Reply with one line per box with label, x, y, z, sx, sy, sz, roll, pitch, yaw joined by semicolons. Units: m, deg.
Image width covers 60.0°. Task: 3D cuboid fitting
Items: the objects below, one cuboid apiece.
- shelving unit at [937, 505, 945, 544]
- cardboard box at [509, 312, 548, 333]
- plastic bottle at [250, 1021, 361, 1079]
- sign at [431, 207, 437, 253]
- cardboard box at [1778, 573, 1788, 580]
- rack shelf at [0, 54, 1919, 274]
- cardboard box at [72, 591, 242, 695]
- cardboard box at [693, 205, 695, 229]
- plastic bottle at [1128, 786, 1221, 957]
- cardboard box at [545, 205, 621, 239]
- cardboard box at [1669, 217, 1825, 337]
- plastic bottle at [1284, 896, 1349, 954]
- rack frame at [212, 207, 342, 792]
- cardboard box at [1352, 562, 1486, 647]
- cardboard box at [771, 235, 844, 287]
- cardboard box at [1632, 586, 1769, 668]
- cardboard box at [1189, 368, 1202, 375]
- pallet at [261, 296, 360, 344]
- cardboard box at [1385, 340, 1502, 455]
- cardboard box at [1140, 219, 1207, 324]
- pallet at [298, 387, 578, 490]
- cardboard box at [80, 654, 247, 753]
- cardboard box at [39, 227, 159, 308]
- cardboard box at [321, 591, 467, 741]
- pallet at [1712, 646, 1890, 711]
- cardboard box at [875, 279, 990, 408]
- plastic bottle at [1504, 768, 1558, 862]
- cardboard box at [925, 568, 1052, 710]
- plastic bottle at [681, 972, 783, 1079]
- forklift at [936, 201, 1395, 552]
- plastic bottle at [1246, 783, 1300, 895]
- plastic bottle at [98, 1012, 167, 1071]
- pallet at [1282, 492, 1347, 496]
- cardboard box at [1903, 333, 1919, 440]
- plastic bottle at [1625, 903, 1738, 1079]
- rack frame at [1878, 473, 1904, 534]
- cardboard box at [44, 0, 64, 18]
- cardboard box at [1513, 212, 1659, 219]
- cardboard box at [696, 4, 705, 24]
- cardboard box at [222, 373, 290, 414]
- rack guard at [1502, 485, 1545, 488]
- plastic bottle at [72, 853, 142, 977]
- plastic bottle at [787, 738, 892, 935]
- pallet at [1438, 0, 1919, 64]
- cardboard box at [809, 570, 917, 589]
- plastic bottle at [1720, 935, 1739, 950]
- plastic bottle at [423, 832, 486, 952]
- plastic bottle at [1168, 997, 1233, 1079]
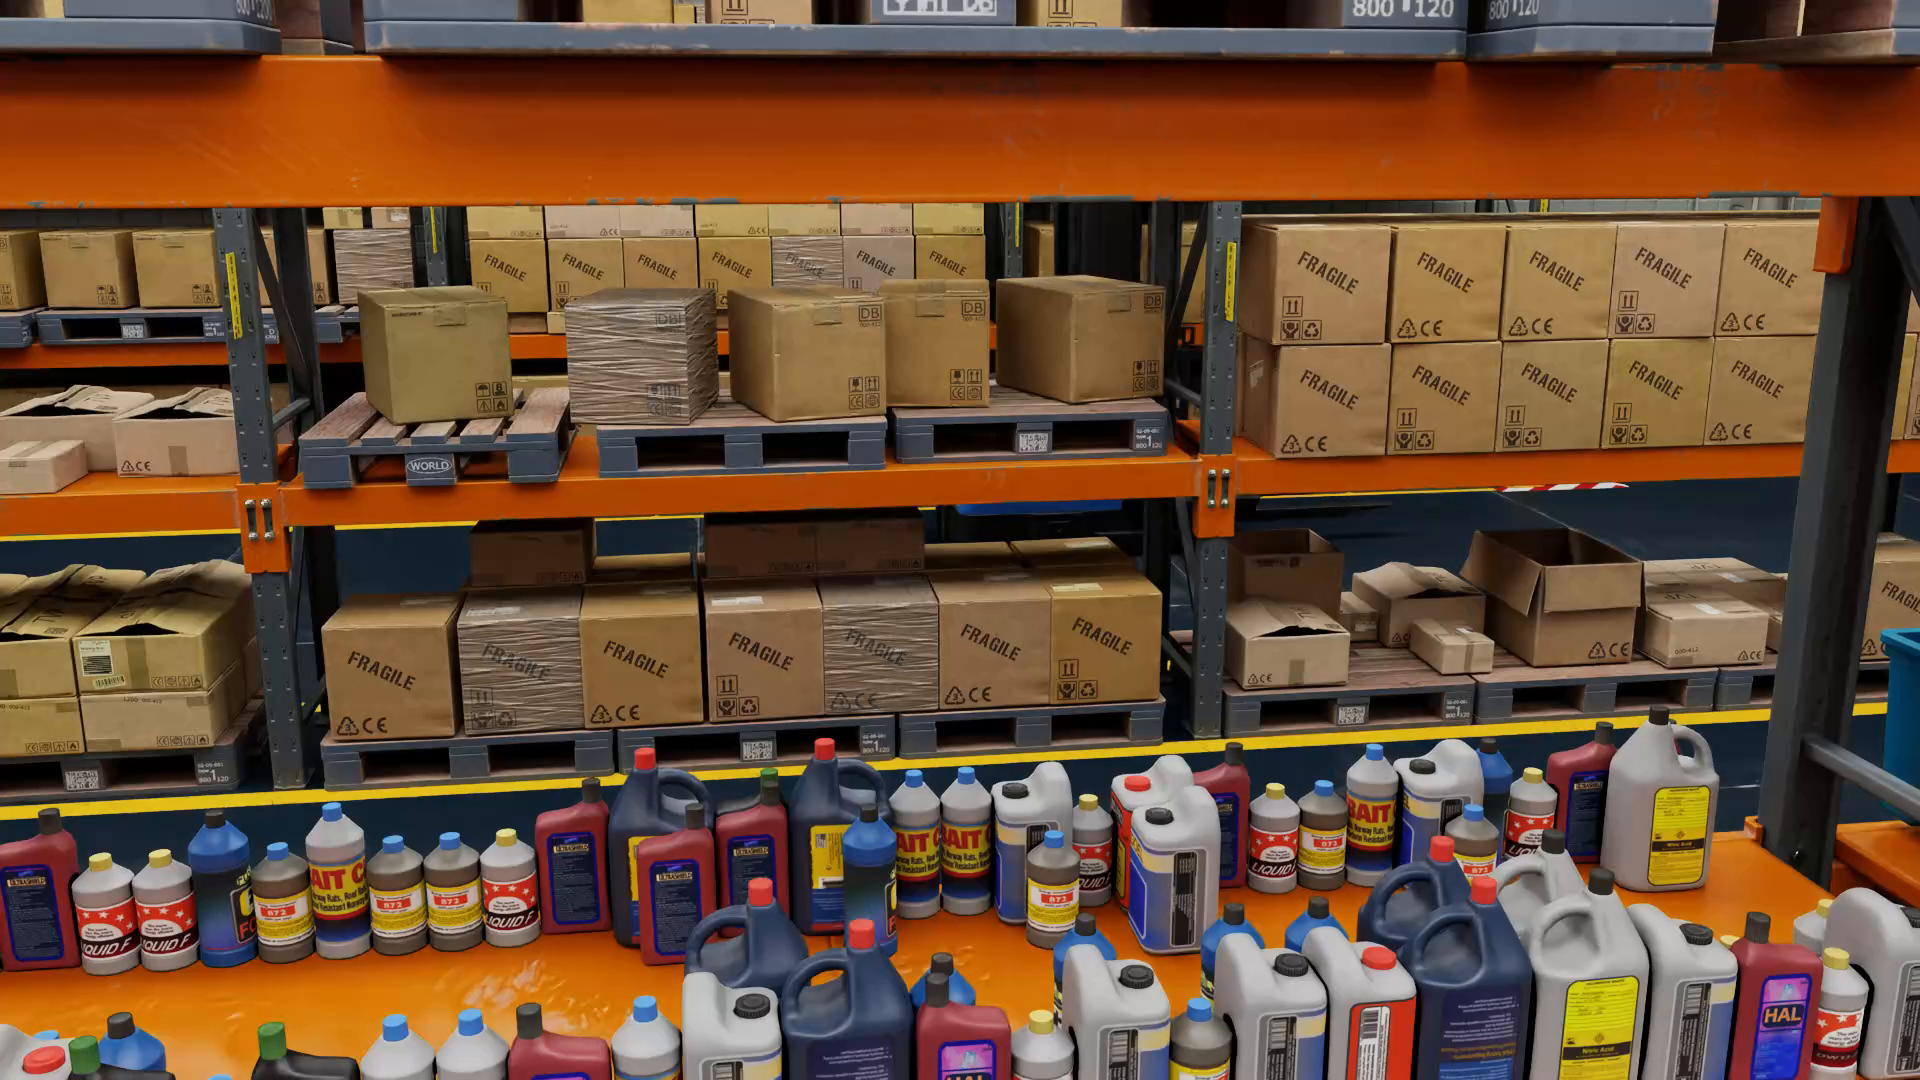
shelving unit;-0.366;-0.564;11.003;0.503;1.200;0.258;-2;14;-10
cardboard box;-3.031;-1.560;11.753;0.250;0.149;0.380;-2;14;-8
plastic bottle;-0.864;0.773;2.212;0.133;0.283;0.061;-2;14;-8
sign;-3.551;-2.102;11.221;0.005;0.325;0.100;-2;14;-8
cardboard box;4.546;0.294;8.839;0.250;0.149;0.380;-2;14;-8
rack shelf;-0.188;-0.505;2.381;4.000;0.370;1.077;-2;14;-8
cardboard box;-3.381;0.418;7.024;0.500;0.311;0.500;-2;14;-7
cardboard box;-1.708;-2.409;12.260;0.500;0.250;0.500;-2;14;-10
plastic bottle;0.382;0.584;2.981;0.135;0.276;0.152;-2;14;-8
cardboard box;-2.623;-2.250;11.626;0.500;0.250;0.500;-2;14;-9
cardboard box;3.600;-1.221;7.662;0.500;0.500;0.500;-2;14;-7
plastic bottle;0.551;0.685;2.587;0.097;0.271;0.097;0;14;0
rack frame;-2.900;-0.518;7.121;0.127;3.000;1.000;-2;14;-8
cardboard box;2.318;0.312;8.435;0.500;0.311;0.500;-2;14;-8
cardboard box;-1.106;-1.942;11.943;0.500;0.500;0.500;-2;14;-8
cardboard box;3.566;0.419;8.134;0.500;0.250;0.500;-2;14;-8
cardboard box;1.927;-1.243;12.955;0.250;0.149;0.380;-2;14;-8
pallet;-4.330;-1.565;11.690;1.003;0.211;1.213;-2;14;-8
cardboard box;2.106;-0.684;7.576;0.500;0.500;0.500;-2;14;-7
cardboard box;1.575;-2.041;12.576;0.700;0.700;0.980;-2;14;-10
pallet;-2.240;-0.466;7.309;1.003;0.211;1.213;-2;14;-8
cardboard box;-3.384;0.690;7.094;0.500;0.250;0.500;-2;14;-7
cardboard box;-5.888;-1.886;11.468;0.500;0.500;0.700;0;14;-1
cardboard box;-2.407;0.533;7.163;0.500;0.500;0.500;-1;14;-6
pallet;4.148;0.577;8.489;1.213;0.211;1.003;-2;14;-8
cardboard box;-0.117;-0.912;7.621;0.500;0.500;0.700;0;14;1
plastic bottle;1.120;0.549;3.274;0.097;0.201;0.097;0;14;0
cardboard box;0.120;0.439;7.540;0.500;0.500;0.500;-2;14;-8
plastic bottle;-0.318;0.746;2.337;0.135;0.276;0.152;-2;14;-8
forklift;1.400;-1.461;11.021;3.031;2.935;1.130;-2;14;-10
plastic bottle;0.602;0.568;3.198;0.097;0.201;0.097;0;14;0
plastic bottle;-1.122;0.769;2.253;0.097;0.271;0.097;0;14;0
pallet;2.287;-0.556;13.003;1.213;0.211;1.003;-2;14;-8
cardboard box;4.609;-0.775;7.939;0.500;0.500;0.500;-2;14;-7
plastic bottle;1.087;0.694;2.543;0.135;0.276;0.152;-2;14;-8
rack frame;5.011;-0.808;8.277;0.127;3.000;1.000;-2;14;-8
cardboard box;-3.340;-2.074;6.603;0.500;0.250;0.500;-3;14;-12
cardboard box;3.019;-1.332;8.107;0.500;0.500;0.500;-2;14;-9
cardboard box;-1.618;-3.527;11.844;0.500;0.500;0.700;-2;14;-8
cardboard box;-4.919;-1.030;11.855;0.500;0.250;0.500;-2;14;-7
rack guard;4.293;-0.788;13.335;0.348;0.500;1.175;-2;14;-8
plastic bottle;-1.484;0.645;2.894;0.097;0.201;0.097;0;14;0
plastic bottle;-0.221;0.532;3.037;0.185;0.351;0.144;-2;14;-8
pallet;1.029;-0.783;2.398;1.003;0.211;1.213;-2;14;-8
cardboard box;-0.480;0.333;7.960;0.500;0.500;0.500;-2;14;-8
plastic bottle;1.197;0.718;2.601;0.097;0.201;0.097;0;14;0
plastic bottle;-0.906;0.623;2.978;0.097;0.201;0.097;0;14;0
plastic bottle;0.345;0.764;2.416;0.097;0.201;0.097;0;14;0
